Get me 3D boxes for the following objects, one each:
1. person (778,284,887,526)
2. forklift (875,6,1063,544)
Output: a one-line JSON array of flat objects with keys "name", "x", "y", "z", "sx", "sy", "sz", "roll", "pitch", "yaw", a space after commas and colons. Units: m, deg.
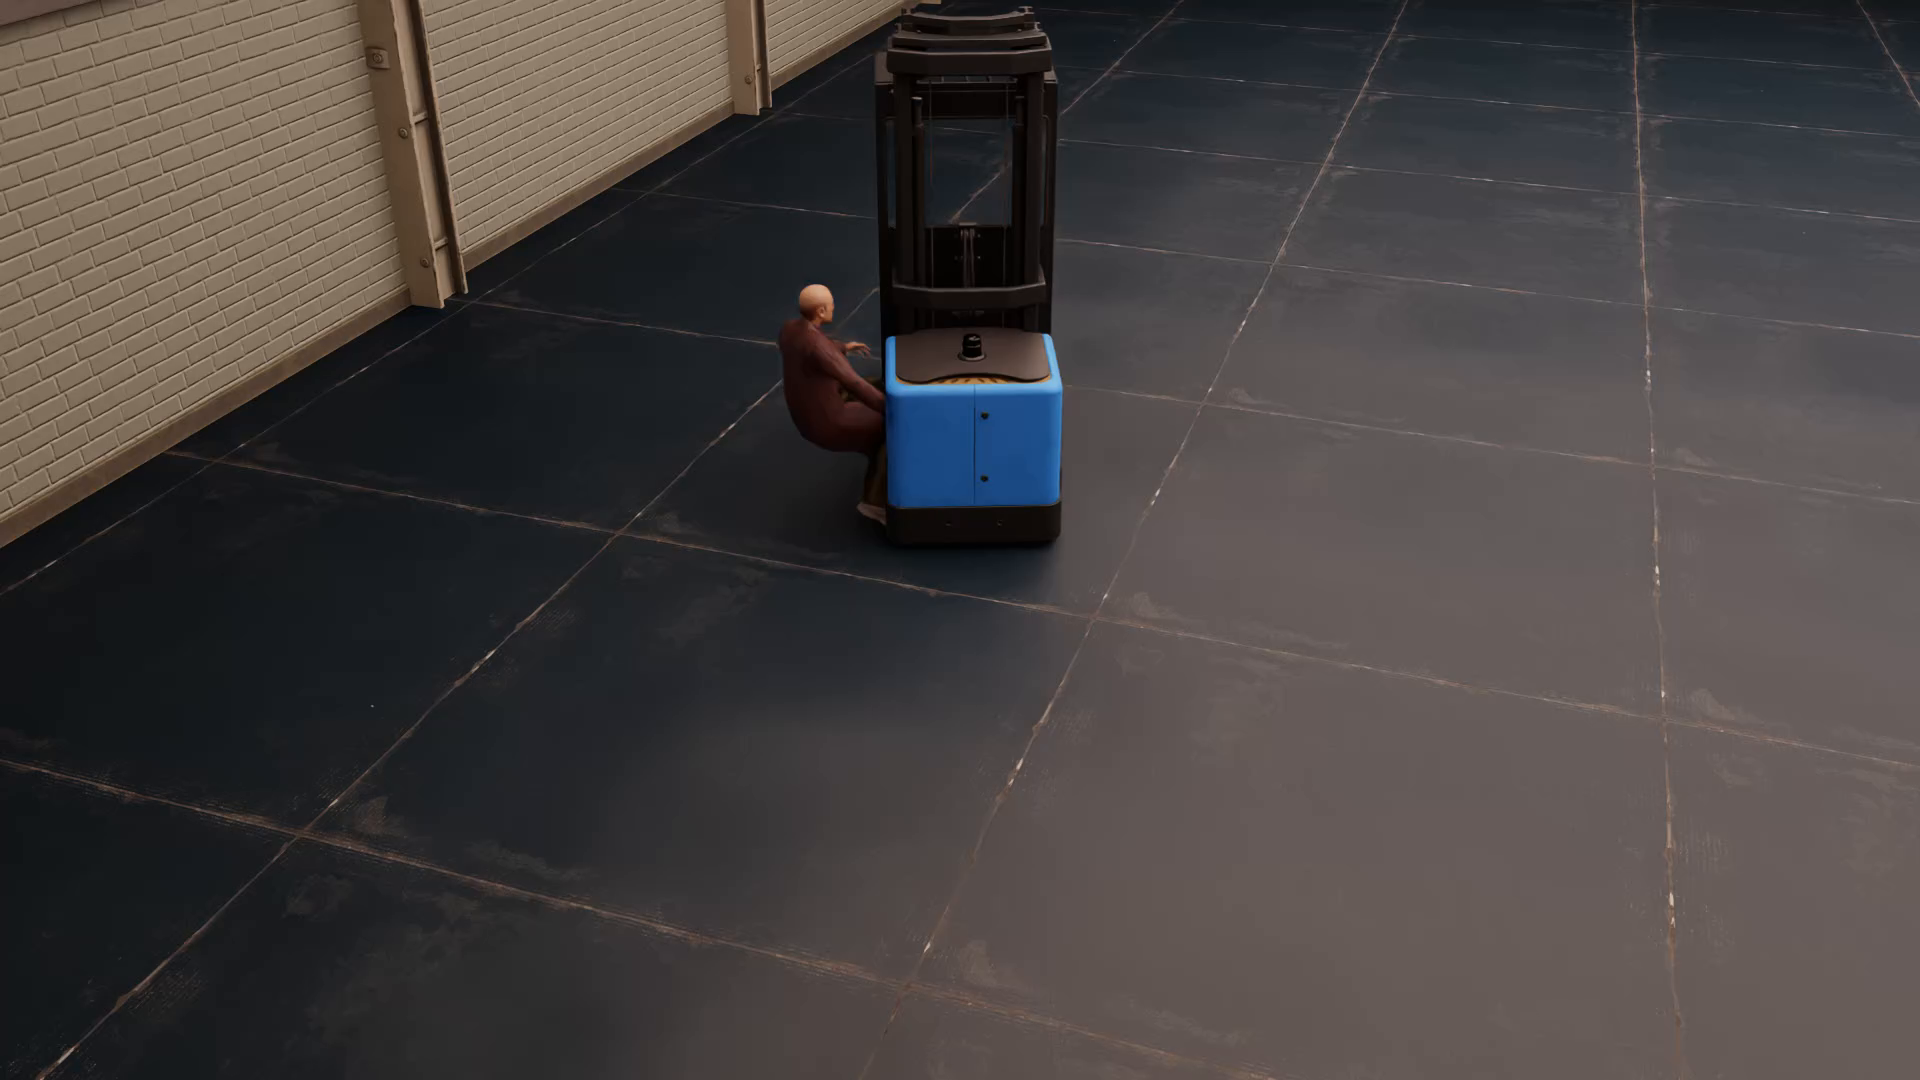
[{"name": "person", "x": -0.616, "y": -0.837, "z": 10.020, "sx": 0.896, "sy": 1.544, "sz": 0.944, "roll": -21, "pitch": 36, "yaw": -32}, {"name": "forklift", "x": 0.027, "y": -1.946, "z": 10.550, "sx": 1.130, "sy": 2.935, "sz": 3.031, "roll": -1, "pitch": 30, "yaw": -2}]
